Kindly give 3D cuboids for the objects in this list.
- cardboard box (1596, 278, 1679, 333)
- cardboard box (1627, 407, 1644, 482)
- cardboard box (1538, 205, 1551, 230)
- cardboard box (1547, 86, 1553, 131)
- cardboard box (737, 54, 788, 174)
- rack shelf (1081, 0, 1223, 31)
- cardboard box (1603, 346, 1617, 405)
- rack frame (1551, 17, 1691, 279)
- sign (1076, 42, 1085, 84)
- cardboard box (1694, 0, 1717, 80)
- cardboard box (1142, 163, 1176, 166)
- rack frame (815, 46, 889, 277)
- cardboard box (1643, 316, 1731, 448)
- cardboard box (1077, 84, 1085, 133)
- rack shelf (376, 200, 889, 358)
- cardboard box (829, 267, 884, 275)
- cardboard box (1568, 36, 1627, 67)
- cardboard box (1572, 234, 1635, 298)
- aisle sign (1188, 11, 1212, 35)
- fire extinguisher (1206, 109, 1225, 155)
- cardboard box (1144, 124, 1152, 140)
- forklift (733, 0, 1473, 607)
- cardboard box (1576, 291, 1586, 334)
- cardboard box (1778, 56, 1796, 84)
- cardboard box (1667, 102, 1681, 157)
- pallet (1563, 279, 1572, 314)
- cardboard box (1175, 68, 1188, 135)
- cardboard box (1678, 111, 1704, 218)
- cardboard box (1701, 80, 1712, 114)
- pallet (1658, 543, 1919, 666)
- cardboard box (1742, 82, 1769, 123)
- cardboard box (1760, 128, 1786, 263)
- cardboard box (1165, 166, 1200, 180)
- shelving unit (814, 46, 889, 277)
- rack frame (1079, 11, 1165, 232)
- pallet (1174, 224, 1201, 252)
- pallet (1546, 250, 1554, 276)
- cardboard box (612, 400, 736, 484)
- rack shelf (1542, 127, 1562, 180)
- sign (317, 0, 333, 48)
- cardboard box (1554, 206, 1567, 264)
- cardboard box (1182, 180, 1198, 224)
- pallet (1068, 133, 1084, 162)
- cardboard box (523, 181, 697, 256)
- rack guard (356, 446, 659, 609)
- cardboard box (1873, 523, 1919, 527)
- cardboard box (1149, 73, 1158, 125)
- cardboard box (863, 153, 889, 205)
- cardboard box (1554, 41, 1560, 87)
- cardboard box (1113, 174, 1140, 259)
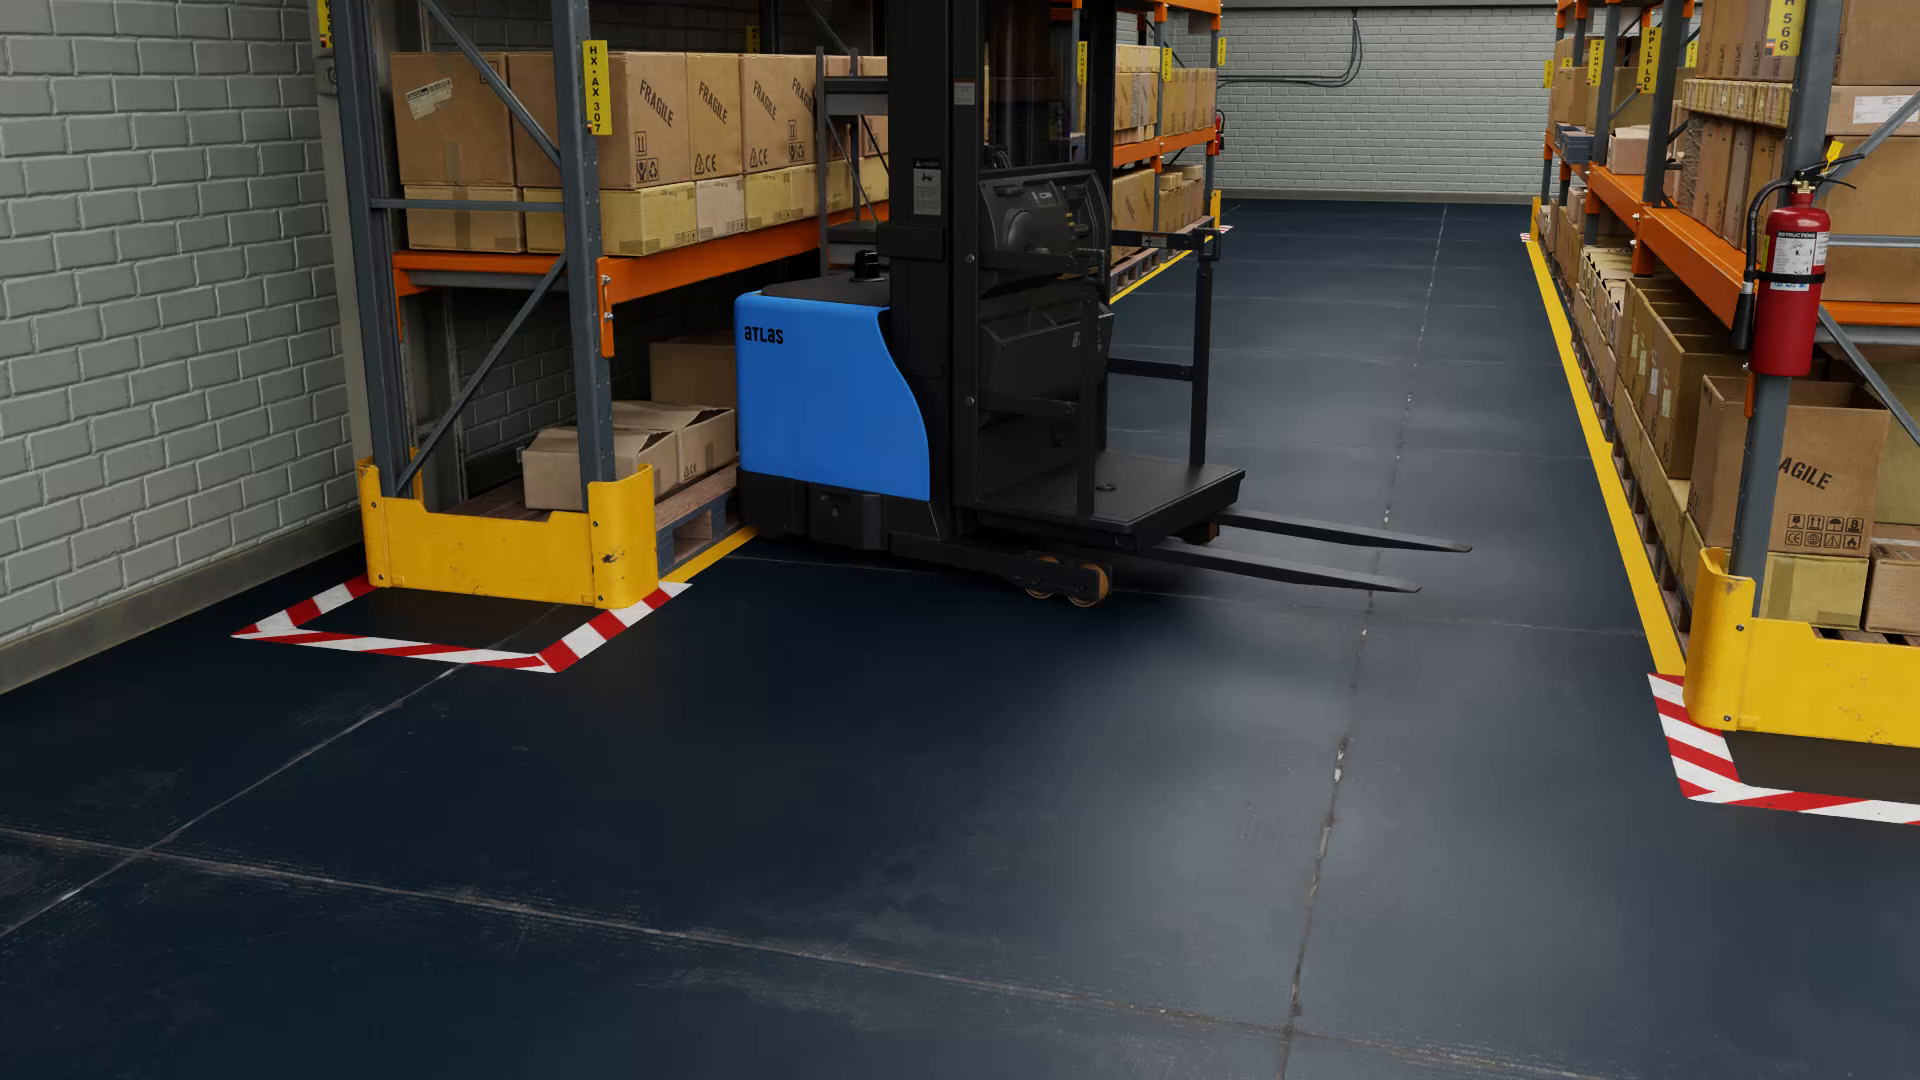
[{"bbox_3d":[4.193,-1.450,10.186,0.500,0.311,0.500,5,16,16],"label":"cardboard box"},{"bbox_3d":[3.350,-0.426,7.605,0.500,0.250,0.500,5,16,16],"label":"cardboard box"},{"bbox_3d":[6.908,-3.683,19.050,0.500,0.250,0.500,5,16,16],"label":"cardboard box"},{"bbox_3d":[7.098,-4.998,19.269,0.500,0.500,0.500,5,17,17],"label":"cardboard box"},{"bbox_3d":[-1.094,-1.906,7.415,0.500,0.500,0.500,4,16,14],"label":"cardboard box"},{"bbox_3d":[2.158,-6.002,18.815,1.077,0.370,4.000,5,16,16],"label":"rack shelf"},{"bbox_3d":[3.906,-0.916,9.331,0.500,0.250,0.500,4,16,15],"label":"cardboard box"},{"bbox_3d":[6.340,-3.999,15.931,1.000,3.000,0.127,5,16,16],"label":"rack frame"},{"bbox_3d":[0.976,-3.815,13.305,0.100,0.325,0.005,5,16,16],"label":"sign"},{"bbox_3d":[3.946,-2.462,7.950,0.700,0.500,0.500,5,17,16],"label":"cardboard box"},{"bbox_3d":[2.467,-4.597,20.663,0.380,0.149,0.250,5,17,16],"label":"cardboard box"},{"bbox_3d":[-0.483,-1.290,8.029,0.400,2.100,0.015,4,16,15],"label":"rack frame"},{"bbox_3d":[3.210,-0.656,7.041,0.500,0.500,0.500,5,16,16],"label":"cardboard box"},{"bbox_3d":[0.836,-3.644,13.913,0.500,0.500,0.500,5,17,18],"label":"cardboard box"},{"bbox_3d":[-1.252,-1.420,8.156,1.077,0.370,4.000,5,16,16],"label":"rack shelf"},{"bbox_3d":[-0.491,-1.492,10.867,0.700,0.500,0.500,5,17,18],"label":"cardboard box"},{"bbox_3d":[6.235,-4.680,16.318,0.500,0.500,0.500,5,17,16],"label":"cardboard box"},{"bbox_3d":[5.244,-2.224,13.449,0.500,0.500,0.500,5,17,18],"label":"cardboard box"},{"bbox_3d":[3.034,-6.675,20.601,0.394,0.787,0.004,5,16,16],"label":"aisle sign"},{"bbox_3d":[3.212,-5.216,21.046,0.296,0.674,0.183,5,16,16],"label":"fire extinguisher"},{"bbox_3d":[1.716,-4.093,16.685,0.380,0.149,0.250,5,17,17],"label":"cardboard box"},{"bbox_3d":[0.528,-1.316,6.598,3.031,2.935,1.130,10,19,32],"label":"forklift"},{"bbox_3d":[4.631,-1.586,11.692,0.500,0.250,0.500,4,16,14],"label":"cardboard box"},{"bbox_3d":[3.234,-1.805,5.634,0.700,0.500,0.500,4,16,14],"label":"cardboard box"},{"bbox_3d":[4.592,-2.422,10.190,0.500,0.500,0.500,5,16,16],"label":"cardboard box"},{"bbox_3d":[5.800,-2.121,14.422,1.003,0.211,1.213,5,16,16],"label":"pallet"},{"bbox_3d":[1.972,-4.858,18.408,0.980,0.700,0.700,4,16,14],"label":"cardboard box"},{"bbox_3d":[3.946,-1.837,8.127,0.700,0.500,0.500,4,16,14],"label":"cardboard box"},{"bbox_3d":[3.588,-2.009,7.542,0.380,0.149,0.250,4,16,15],"label":"cardboard box"},{"bbox_3d":[3.107,0.279,5.959,1.003,0.211,1.213,5,16,16],"label":"pallet"},{"bbox_3d":[3.222,-1.673,6.359,0.380,0.149,0.250,5,17,17],"label":"cardboard box"},{"bbox_3d":[3.219,-1.166,5.761,0.700,0.500,0.500,5,17,17],"label":"cardboard box"},{"bbox_3d":[2.689,-4.435,20.089,0.380,0.149,0.250,5,17,17],"label":"cardboard box"},{"bbox_3d":[-0.417,-1.354,8.255,0.431,2.100,0.503,4,16,15],"label":"shelving unit"},{"bbox_3d":[1.590,-4.382,17.282,1.000,3.000,0.127,5,16,16],"label":"rack frame"},{"bbox_3d":[2.225,-3.554,19.471,1.003,0.211,1.213,5,16,16],"label":"pallet"},{"bbox_3d":[6.536,-2.837,16.945,1.003,0.211,1.213,5,16,16],"label":"pallet"},{"bbox_3d":[-1.376,-0.484,7.659,0.500,0.311,0.500,6,17,20],"label":"cardboard box"},{"bbox_3d":[6.908,-4.176,17.874,1.077,0.370,4.000,5,16,16],"label":"rack shelf"},{"bbox_3d":[-2.347,-2.000,6.182,0.100,0.325,0.005,5,16,16],"label":"sign"},{"bbox_3d":[5.969,-2.900,15.832,0.500,0.500,0.500,4,16,13],"label":"cardboard box"},{"bbox_3d":[2.481,-4.106,20.120,0.700,0.500,0.500,5,16,16],"label":"cardboard box"},{"bbox_3d":[0.352,-3.049,12.932,1.213,0.211,1.003,5,16,16],"label":"pallet"},{"bbox_3d":[-1.378,-1.283,6.594,0.500,0.250,0.500,4,16,14],"label":"cardboard box"},{"bbox_3d":[-1.799,-0.060,6.624,1.175,0.500,0.348,5,16,16],"label":"rack guard"},{"bbox_3d":[3.434,0.007,6.076,0.500,0.250,0.500,5,16,16],"label":"cardboard box"},{"bbox_3d":[1.700,-4.443,16.730,0.500,0.500,0.500,4,16,15],"label":"cardboard box"},{"bbox_3d":[-0.677,-1.949,8.943,0.500,0.250,0.500,5,17,16],"label":"cardboard box"},{"bbox_3d":[6.957,-5.341,18.649,0.500,0.500,0.500,5,17,16],"label":"cardboard box"},{"bbox_3d":[1.280,-3.137,16.062,0.750,0.750,0.750,5,17,18],"label":"cardboard box"}]
